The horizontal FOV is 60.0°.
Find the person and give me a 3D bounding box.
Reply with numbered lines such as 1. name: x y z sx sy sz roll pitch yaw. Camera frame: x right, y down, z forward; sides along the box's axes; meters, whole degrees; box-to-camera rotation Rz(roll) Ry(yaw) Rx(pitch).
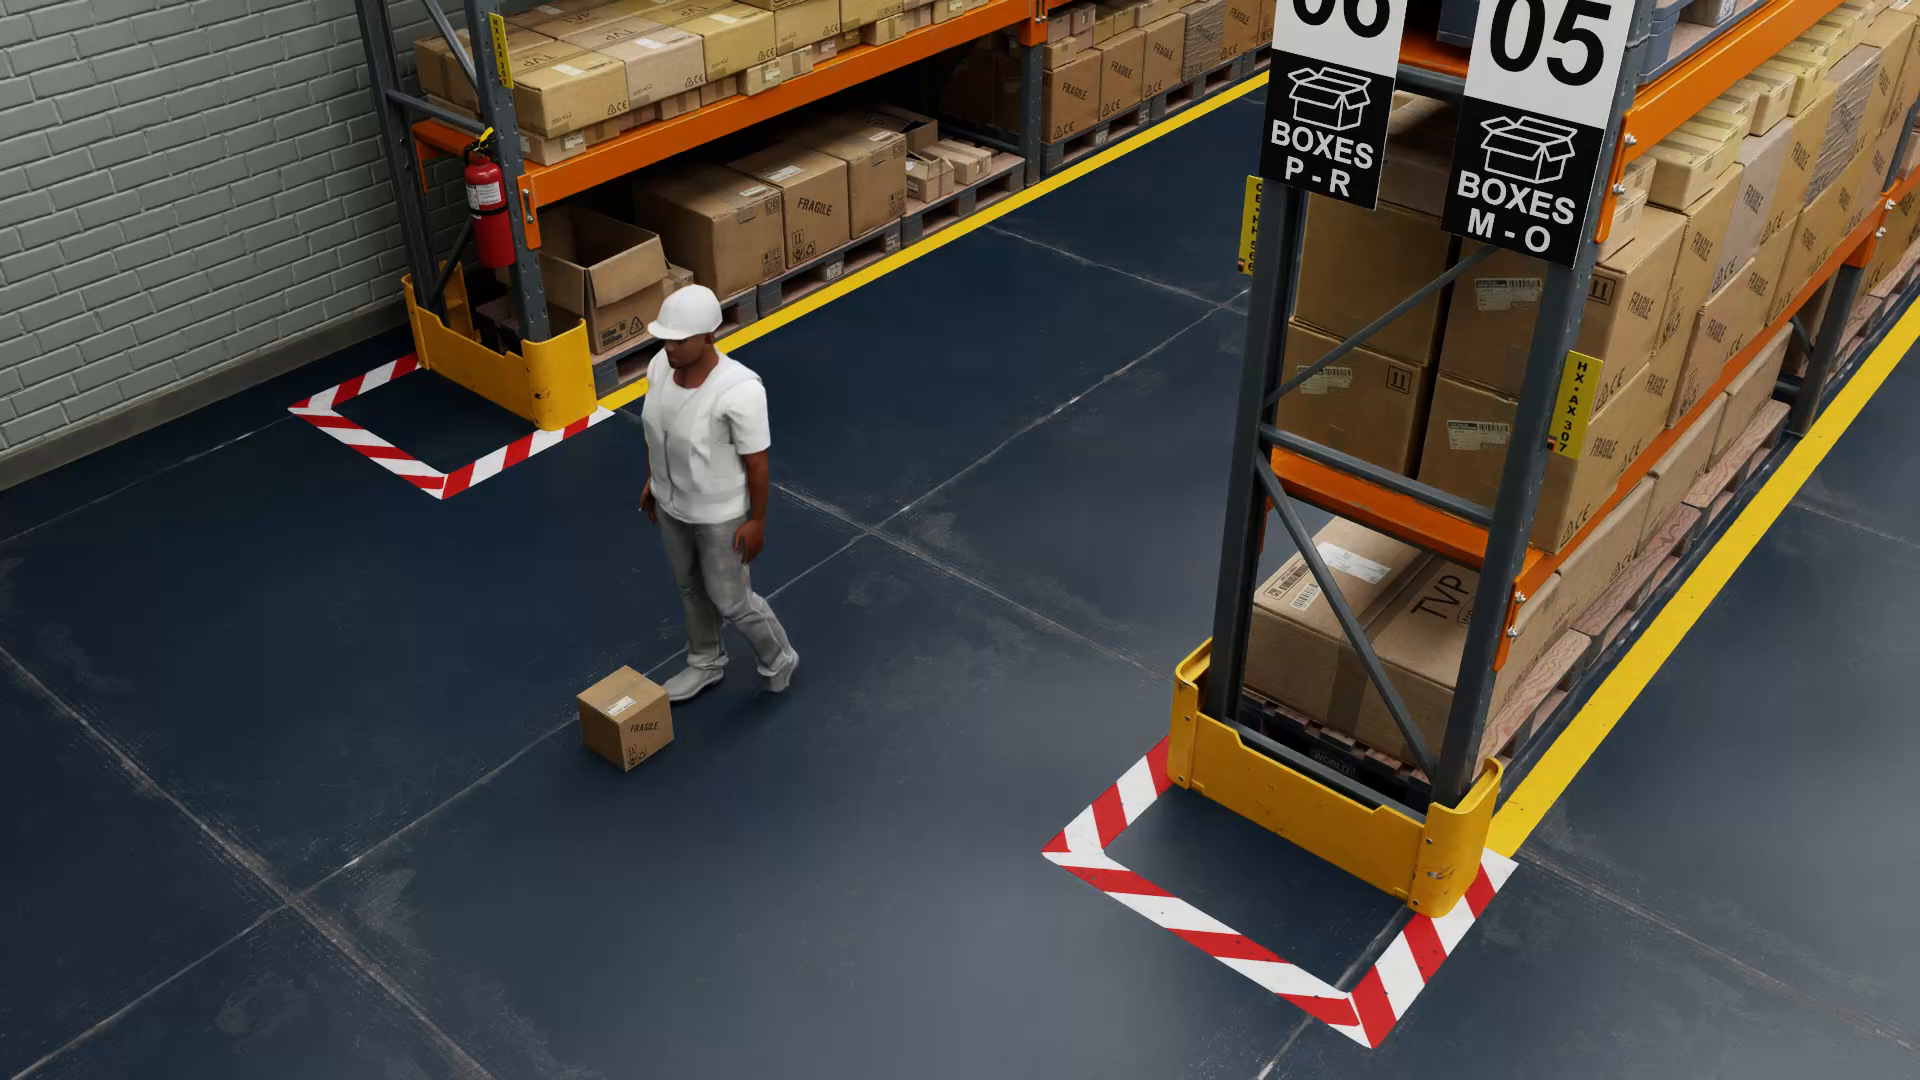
1. person: -0.987 -0.115 6.346 0.585 1.835 0.513 26 42 32
